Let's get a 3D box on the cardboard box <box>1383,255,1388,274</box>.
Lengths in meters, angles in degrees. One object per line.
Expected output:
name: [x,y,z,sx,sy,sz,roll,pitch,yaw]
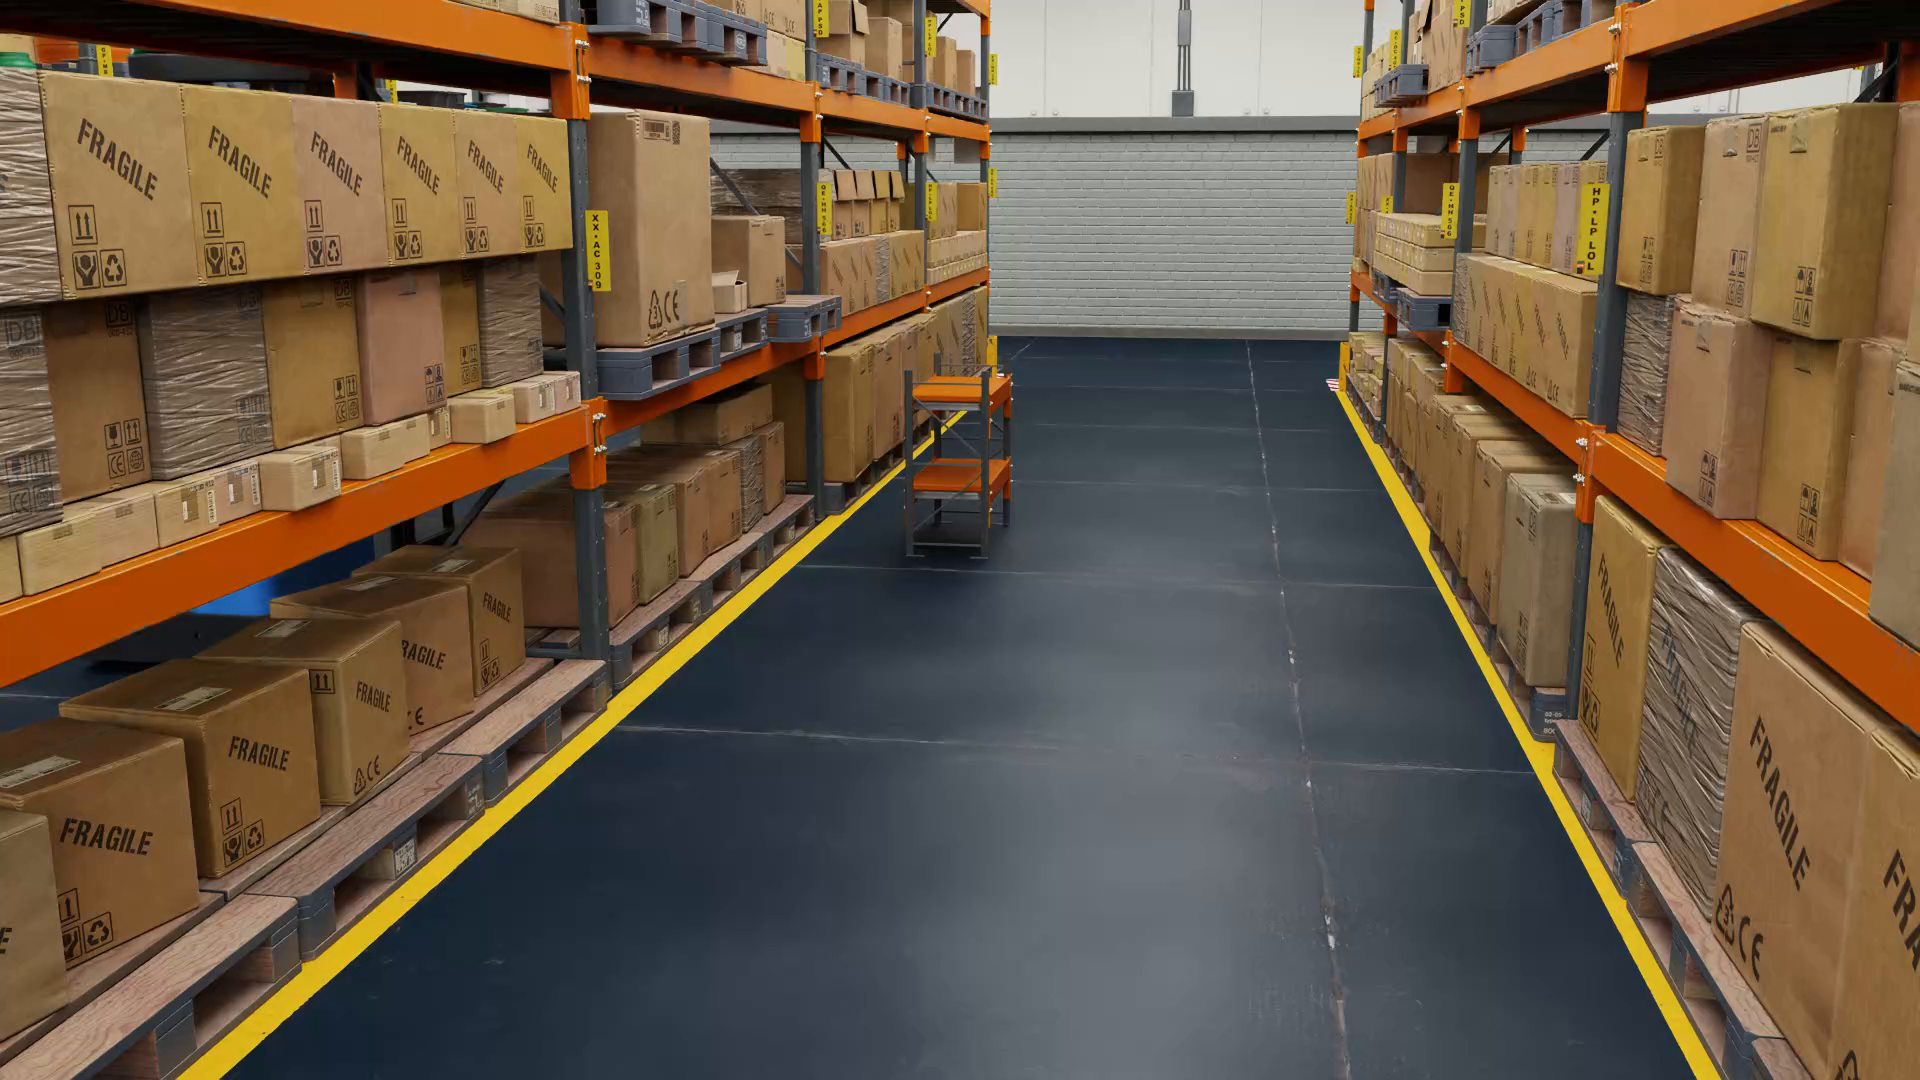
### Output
cardboard box: [3.458,-2.114,12.782,0.380,0.149,0.250,2,12,9]

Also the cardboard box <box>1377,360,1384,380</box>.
cardboard box: [3.889,-1.500,14.693,0.380,0.149,0.250,2,12,9]

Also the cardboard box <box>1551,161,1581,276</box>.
cardboard box: [3.087,-1.449,7.486,0.700,0.500,0.500,2,12,9]

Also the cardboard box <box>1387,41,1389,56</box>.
cardboard box: [4.022,-4.384,14.820,0.380,0.149,0.250,1,12,6]

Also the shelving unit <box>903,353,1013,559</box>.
shelving unit: [0.001,-0.551,10.381,0.538,1.125,1.048,2,12,9]

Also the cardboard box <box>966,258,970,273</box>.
cardboard box: [-0.103,-2.801,16.966,0.380,0.149,0.250,2,12,9]

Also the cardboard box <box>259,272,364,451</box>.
cardboard box: [-2.361,-0.567,5.060,0.875,0.500,0.500,2,12,9]

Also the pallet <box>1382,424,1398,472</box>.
pallet: [3.973,-0.735,13.405,1.003,0.211,1.213,2,12,9]

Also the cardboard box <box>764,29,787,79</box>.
cardboard box: [-1.303,-2.792,9.566,0.500,0.250,0.500,2,12,8]

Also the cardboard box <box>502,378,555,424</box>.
cardboard box: [-1.815,-0.548,6.514,0.380,0.149,0.250,2,12,9]

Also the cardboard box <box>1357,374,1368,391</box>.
cardboard box: [4.102,-1.542,16.301,0.380,0.149,0.250,1,12,6]

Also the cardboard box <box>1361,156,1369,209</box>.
cardboard box: [4.202,-3.479,16.199,0.500,0.500,0.500,2,12,7]

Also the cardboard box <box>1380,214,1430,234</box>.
cardboard box: [3.540,-2.509,13.201,0.380,0.149,0.250,2,12,10]

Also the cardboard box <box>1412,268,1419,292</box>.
cardboard box: [3.138,-1.680,10.767,0.380,0.149,0.250,2,12,8]

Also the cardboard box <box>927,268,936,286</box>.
cardboard box: [-0.420,-2.370,14.969,0.380,0.149,0.250,2,12,9]

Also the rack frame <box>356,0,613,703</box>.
rack frame: [-2.024,-0.777,6.979,1.000,3.000,0.127,2,12,9]

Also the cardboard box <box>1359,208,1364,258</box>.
cardboard box: [4.307,-3.091,16.772,0.500,0.500,0.500,2,12,9]

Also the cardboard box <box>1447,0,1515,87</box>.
cardboard box: [3.313,-3.070,10.263,0.500,0.500,0.500,2,12,9]

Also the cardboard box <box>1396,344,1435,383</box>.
cardboard box: [3.637,-1.354,12.815,0.500,0.250,0.500,2,12,10]

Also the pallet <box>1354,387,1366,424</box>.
pallet: [4.345,-1.293,15.993,1.003,0.211,1.213,2,12,9]

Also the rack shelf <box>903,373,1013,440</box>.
rack shelf: [0.001,-0.837,10.320,0.538,0.278,1.000,2,12,9]

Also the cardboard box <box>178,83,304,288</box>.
cardboard box: [-2.126,-0.941,4.424,0.500,0.500,0.500,2,12,9]

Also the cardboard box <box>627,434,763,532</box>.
cardboard box: [-1.565,-0.347,9.872,0.700,0.500,0.500,1,12,4]

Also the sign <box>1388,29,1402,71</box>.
sign: [3.554,-3.996,13.567,0.100,0.325,0.005,2,12,9]

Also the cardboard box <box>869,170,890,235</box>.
cardboard box: [-1.001,-2.706,13.311,0.797,0.503,0.637,2,12,9]

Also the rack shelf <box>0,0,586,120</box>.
rack shelf: [-2.332,-1.475,4.807,1.077,0.370,4.000,2,12,9]

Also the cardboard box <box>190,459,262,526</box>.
cardboard box: [-2.174,-0.134,4.590,0.380,0.149,0.250,2,12,9]

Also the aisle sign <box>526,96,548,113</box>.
aisle sign: [-4.772,-4.712,19.067,0.394,0.787,0.004,2,12,9]

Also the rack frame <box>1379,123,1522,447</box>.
rack frame: [4.091,-2.261,13.864,1.000,3.000,0.127,2,12,9]

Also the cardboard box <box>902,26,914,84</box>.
cardboard box: [-0.733,-4.377,15.090,0.700,0.500,0.500,1,12,5]

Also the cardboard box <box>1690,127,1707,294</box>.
cardboard box: [2.801,-1.003,5.107,0.875,0.550,0.550,2,12,9]

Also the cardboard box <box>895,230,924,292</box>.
cardboard box: [-0.596,-2.385,14.204,0.500,0.500,0.500,2,12,9]

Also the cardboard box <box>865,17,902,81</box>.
cardboard box: [-0.873,-4.042,13.774,0.700,0.500,0.500,2,12,10]

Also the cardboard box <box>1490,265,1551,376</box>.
cardboard box: [2.908,-1.078,8.137,0.500,0.500,0.500,2,12,8]

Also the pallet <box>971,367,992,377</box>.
pallet: [-0.224,-1.743,18.080,1.003,0.211,1.213,2,12,9]

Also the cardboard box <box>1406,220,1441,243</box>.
cardboard box: [3.217,-2.081,11.215,0.380,0.149,0.250,2,12,10]

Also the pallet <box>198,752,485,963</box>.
pallet: [-2.278,0.982,5.437,1.003,0.211,1.213,2,12,9]

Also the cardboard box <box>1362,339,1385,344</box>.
cardboard box: [4.245,-1.934,16.705,0.380,0.149,0.250,1,12,6]

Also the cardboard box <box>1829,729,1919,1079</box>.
cardboard box: [2.285,0.927,3.117,0.875,0.875,0.875,2,12,9]

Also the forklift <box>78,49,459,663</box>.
forklift: [-3.334,-1.115,8.710,1.130,2.935,3.031,2,12,9]

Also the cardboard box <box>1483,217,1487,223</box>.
cardboard box: [4.021,-2.273,12.107,0.380,0.149,0.250,1,12,6]

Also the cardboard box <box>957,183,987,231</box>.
cardboard box: [0.006,-3.604,17.966,0.500,0.500,0.500,2,12,9]

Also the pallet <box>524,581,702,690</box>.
pallet: [-1.906,0.424,8.025,1.003,0.211,1.213,2,12,9]

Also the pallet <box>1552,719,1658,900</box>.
pallet: [2.667,0.924,5.707,1.003,0.211,1.213,2,12,9]

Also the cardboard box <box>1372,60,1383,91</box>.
cardboard box: [4.137,-4.329,15.510,0.500,0.250,0.500,1,12,7]

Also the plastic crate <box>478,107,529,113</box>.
plastic crate: [-4.942,-4.584,18.026,0.450,0.188,0.336,2,12,9]

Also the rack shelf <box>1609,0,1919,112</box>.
rack shelf: [2.554,-1.294,3.964,1.077,0.370,4.000,2,12,9]

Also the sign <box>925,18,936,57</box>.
sign: [-0.256,-4.300,14.231,0.100,0.325,0.005,2,12,9]

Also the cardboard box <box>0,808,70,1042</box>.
cardboard box: [-2.527,0.943,3.935,0.500,0.500,0.500,4,13,19]

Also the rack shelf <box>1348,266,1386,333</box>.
rack shelf: [4.399,-2.325,15.871,1.077,0.370,4.000,2,12,9]

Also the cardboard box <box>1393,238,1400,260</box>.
cardboard box: [3.338,-2.096,11.992,0.380,0.149,0.250,2,12,8]

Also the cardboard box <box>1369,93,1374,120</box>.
cardboard box: [4.233,-4.184,16.024,0.500,0.250,0.500,1,12,7]
